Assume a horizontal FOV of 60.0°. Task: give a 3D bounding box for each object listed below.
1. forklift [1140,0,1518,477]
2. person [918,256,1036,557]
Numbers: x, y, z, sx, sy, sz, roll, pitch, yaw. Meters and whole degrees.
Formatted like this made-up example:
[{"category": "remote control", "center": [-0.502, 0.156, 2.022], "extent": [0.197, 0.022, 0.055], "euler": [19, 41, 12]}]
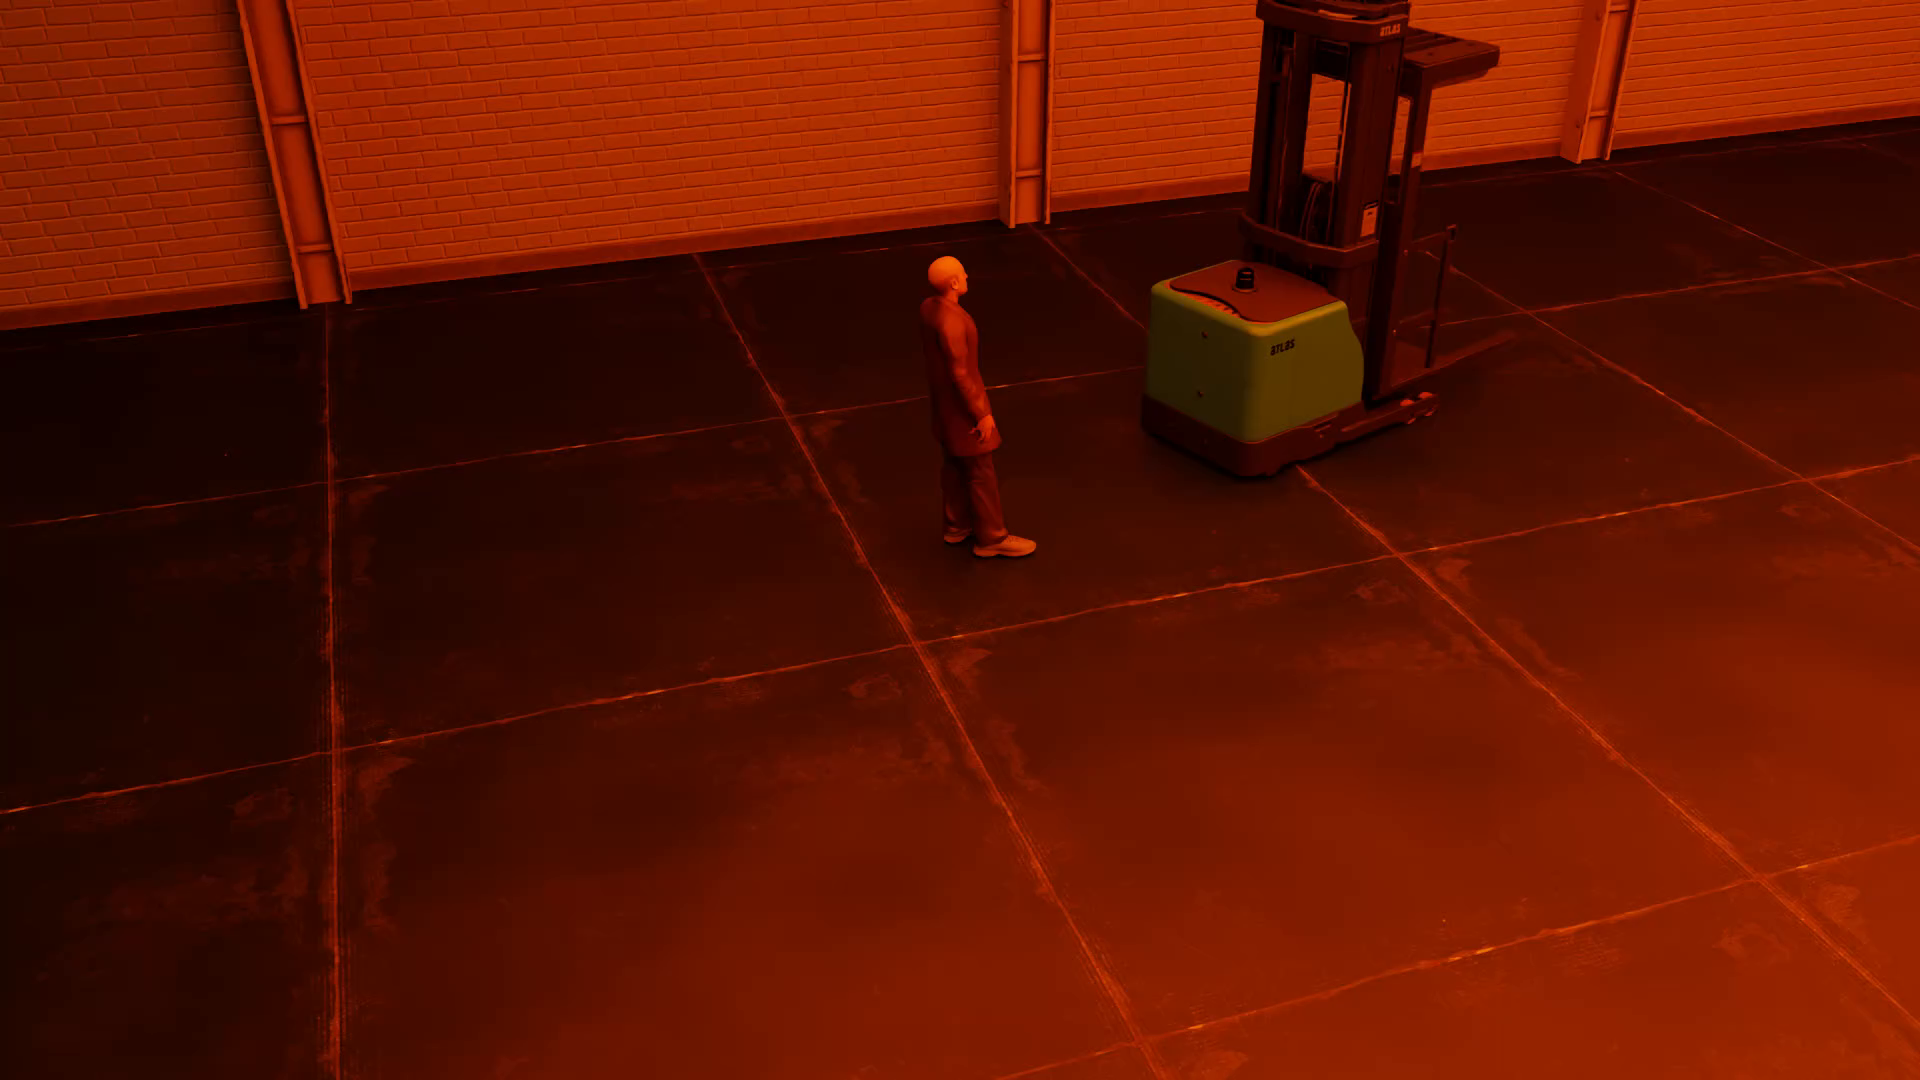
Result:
[{"category": "forklift", "center": [2.696, -2.256, 11.008], "extent": [3.031, 2.935, 1.130], "euler": [-21, 36, -32]}, {"category": "person", "center": [0.088, -0.789, 9.601], "extent": [0.579, 1.778, 0.696], "euler": [-10, 31, -16]}]
